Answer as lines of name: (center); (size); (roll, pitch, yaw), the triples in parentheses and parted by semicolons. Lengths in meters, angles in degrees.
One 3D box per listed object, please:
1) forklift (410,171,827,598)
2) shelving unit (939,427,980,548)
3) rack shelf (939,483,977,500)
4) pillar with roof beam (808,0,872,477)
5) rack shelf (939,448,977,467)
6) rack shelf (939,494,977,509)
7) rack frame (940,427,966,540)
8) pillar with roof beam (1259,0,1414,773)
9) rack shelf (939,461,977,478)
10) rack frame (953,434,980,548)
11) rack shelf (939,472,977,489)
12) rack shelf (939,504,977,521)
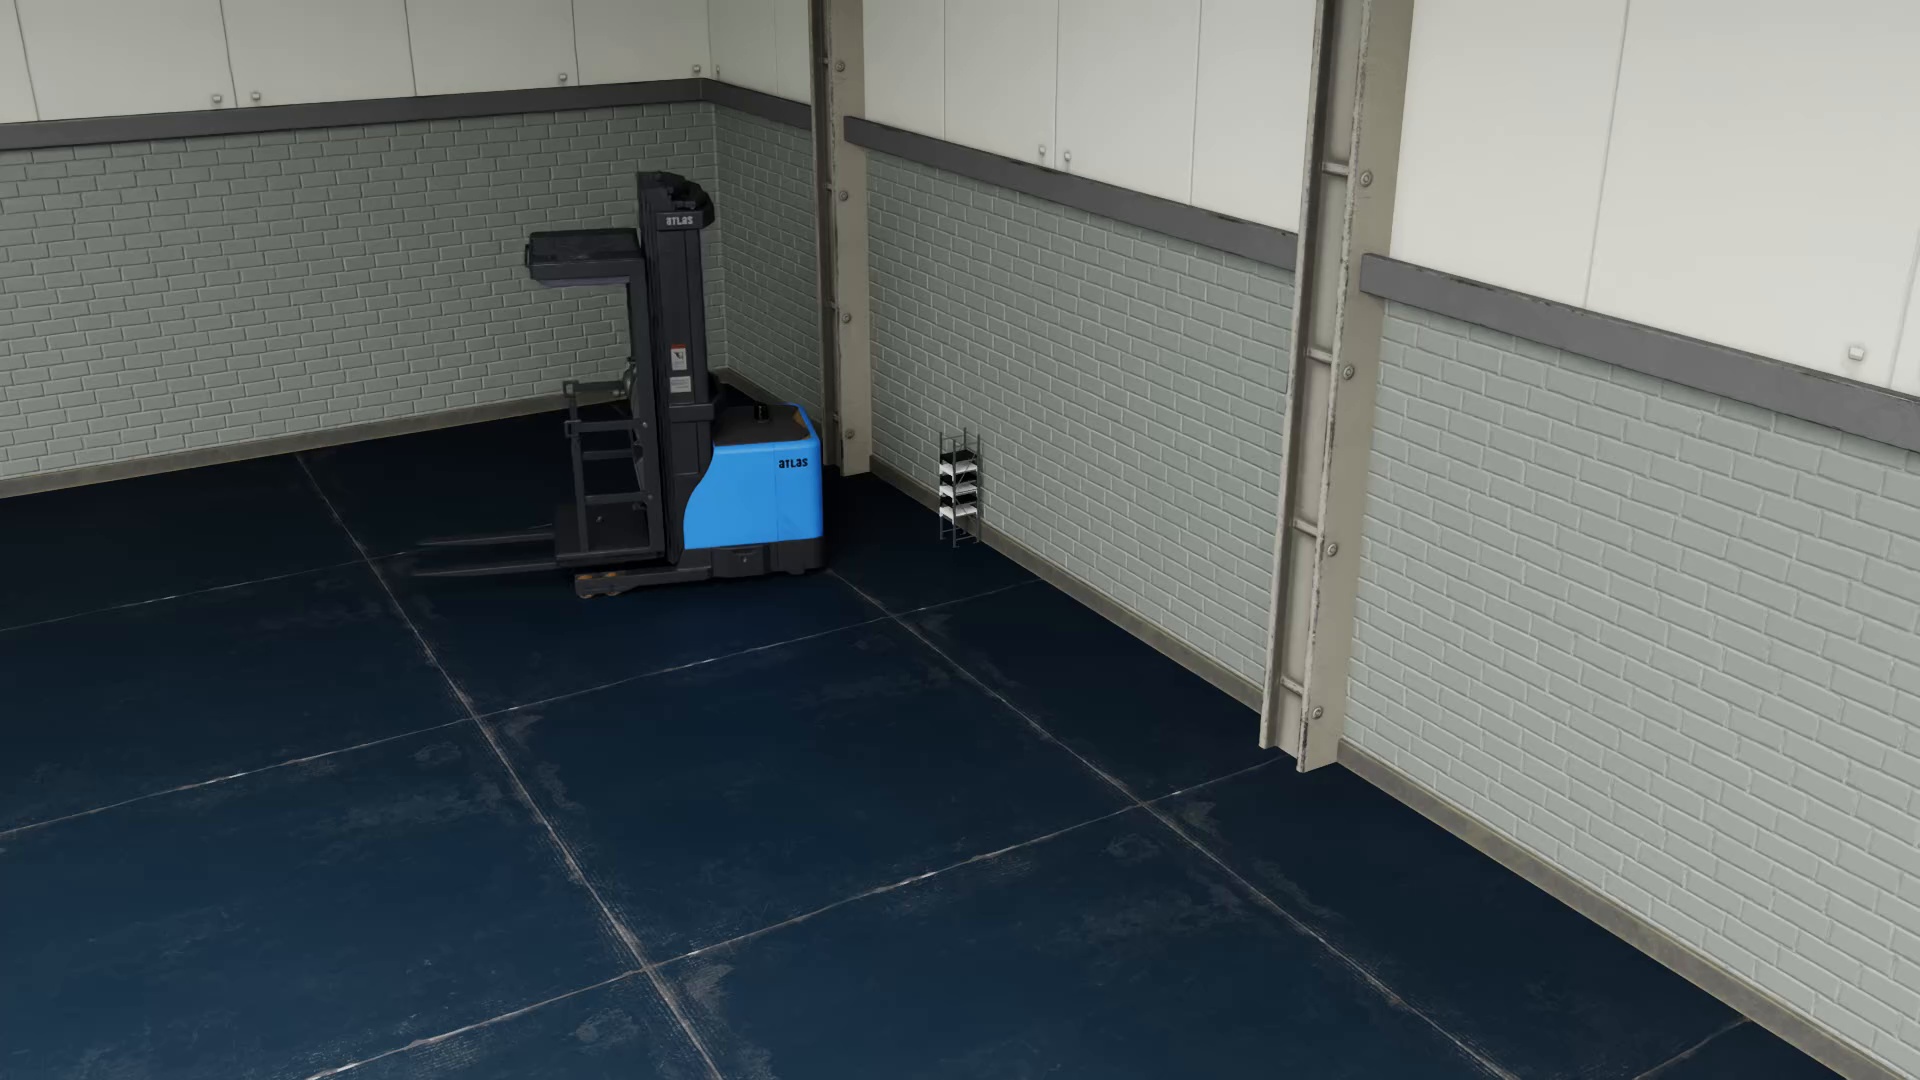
forklift: (-2.589, -1.149, 12.214); (3.031, 2.935, 1.130); (-5, 23, -12)
shelving unit: (-0.002, -0.412, 13.097); (0.258, 0.900, 0.210); (-13, 25, -29)
rack shelf: (-0.002, -0.381, 13.110); (0.258, 0.077, 0.200); (-13, 25, -29)
pillar with roof beam: (-4.705, -3.993, 11.151); (9.100, 9.000, 0.400); (-13, 25, -28)
rack shelf: (-0.002, -0.631, 13.008); (0.258, 0.077, 0.200); (-13, 25, -29)
rack shelf: (-0.002, -0.298, 13.144); (0.258, 0.077, 0.200); (-13, 25, -29)
rack frame: (-0.055, -0.445, 13.178); (0.240, 0.900, 0.006); (-13, 25, -29)
pillar with roof beam: (-1.640, -2.050, 6.372); (9.100, 9.000, 0.400); (-13, 25, -28)
rack shelf: (-0.002, -0.548, 13.042); (0.258, 0.077, 0.200); (-13, 25, -29)
rack frame: (0.051, -0.379, 13.017); (0.240, 0.900, 0.006); (-13, 25, -29)
rack shelf: (-0.002, -0.465, 13.076); (0.258, 0.077, 0.200); (-13, 25, -29)
rack shelf: (-0.002, -0.214, 13.178); (0.258, 0.077, 0.200); (-13, 25, -29)
